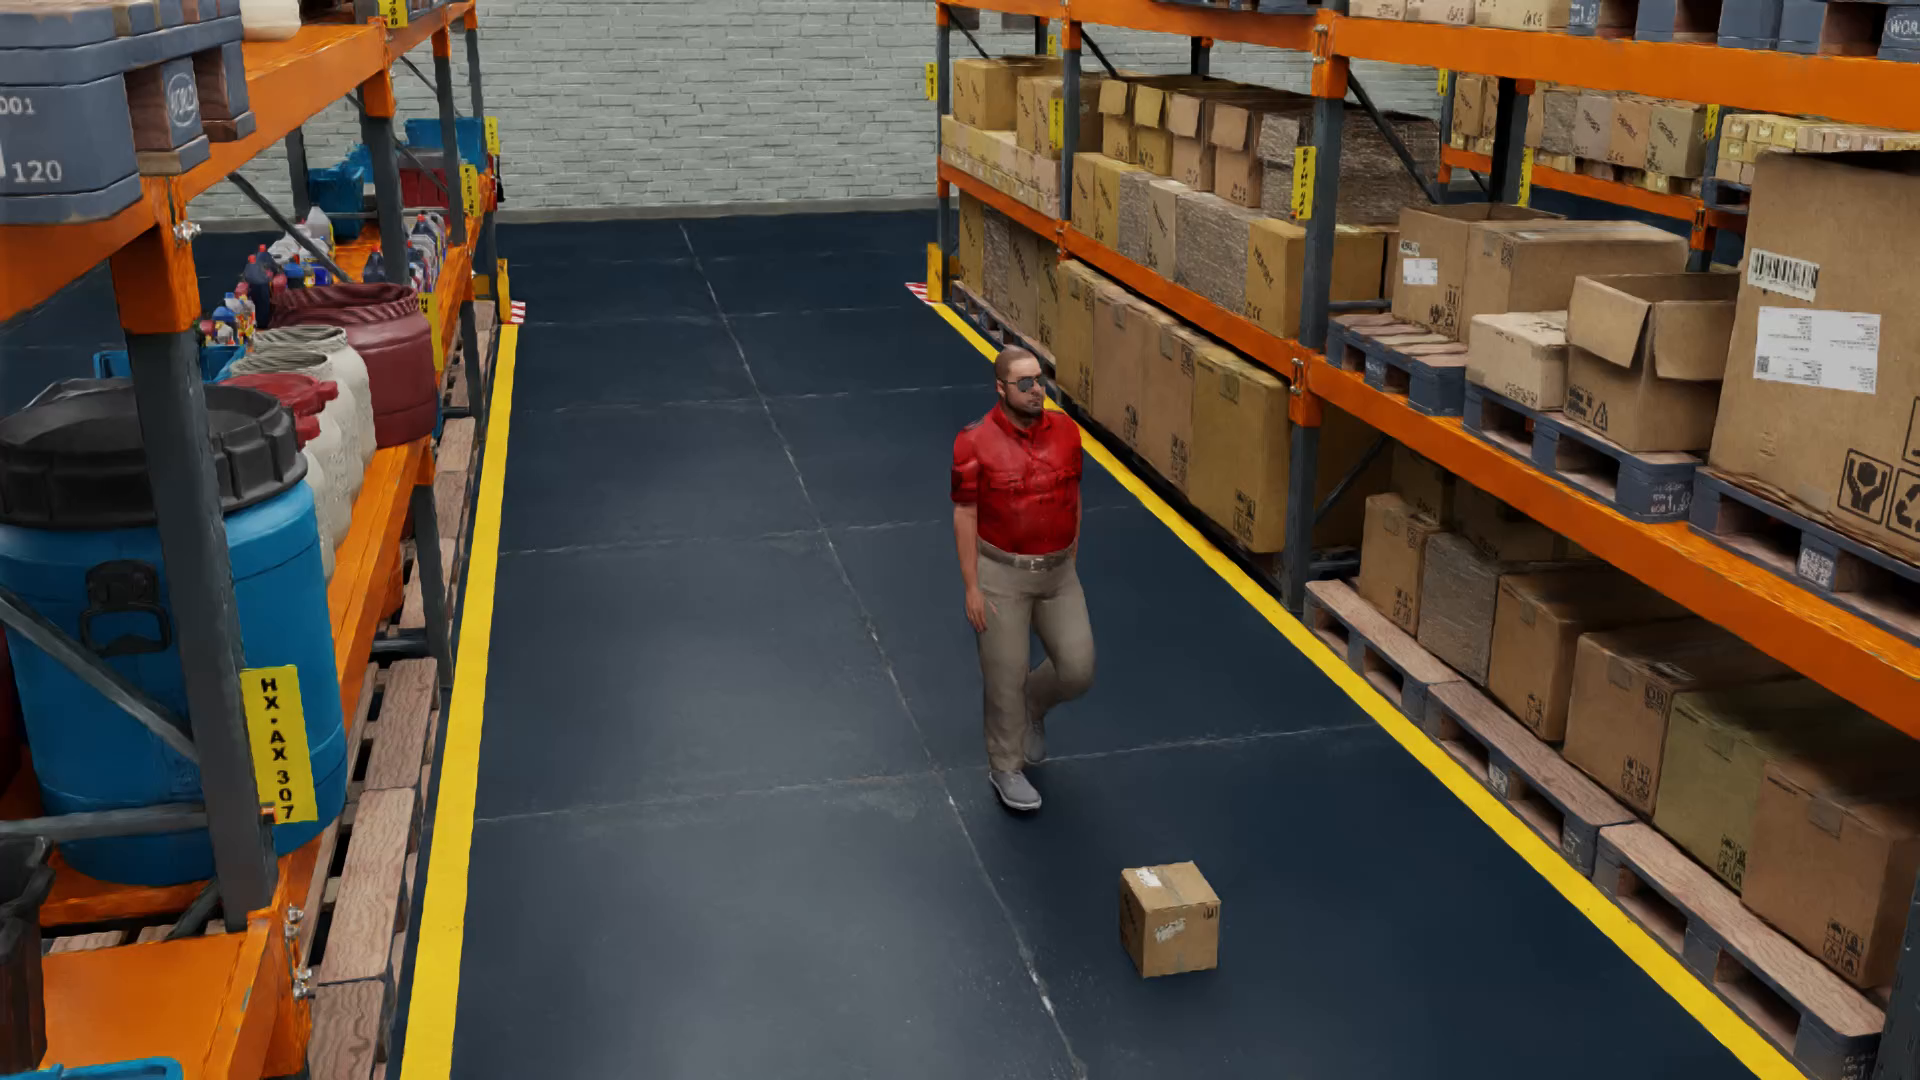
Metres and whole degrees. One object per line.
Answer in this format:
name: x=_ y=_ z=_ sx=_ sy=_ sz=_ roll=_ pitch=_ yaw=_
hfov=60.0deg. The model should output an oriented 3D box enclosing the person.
person: x=0.227 y=0.131 z=6.174 sx=0.531 sy=1.722 sz=0.511 roll=-8 pitch=21 yaw=-22
